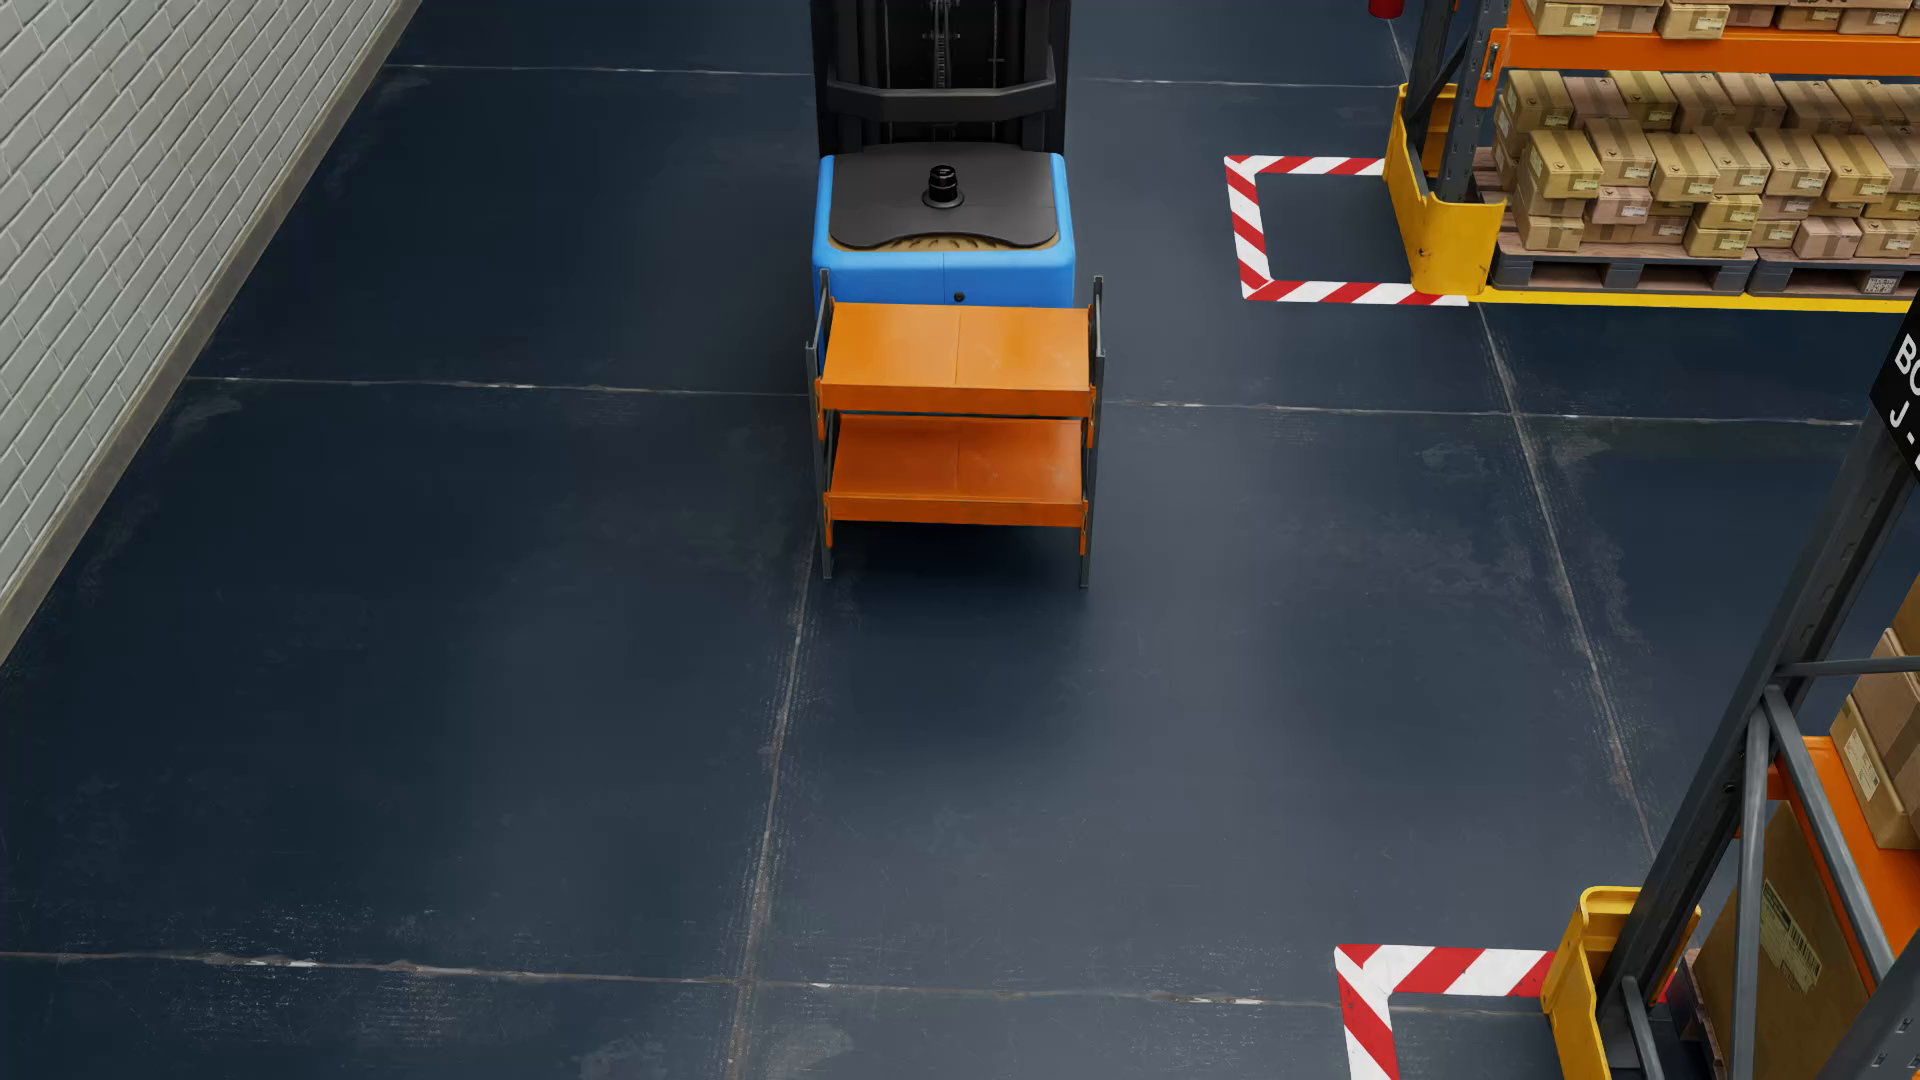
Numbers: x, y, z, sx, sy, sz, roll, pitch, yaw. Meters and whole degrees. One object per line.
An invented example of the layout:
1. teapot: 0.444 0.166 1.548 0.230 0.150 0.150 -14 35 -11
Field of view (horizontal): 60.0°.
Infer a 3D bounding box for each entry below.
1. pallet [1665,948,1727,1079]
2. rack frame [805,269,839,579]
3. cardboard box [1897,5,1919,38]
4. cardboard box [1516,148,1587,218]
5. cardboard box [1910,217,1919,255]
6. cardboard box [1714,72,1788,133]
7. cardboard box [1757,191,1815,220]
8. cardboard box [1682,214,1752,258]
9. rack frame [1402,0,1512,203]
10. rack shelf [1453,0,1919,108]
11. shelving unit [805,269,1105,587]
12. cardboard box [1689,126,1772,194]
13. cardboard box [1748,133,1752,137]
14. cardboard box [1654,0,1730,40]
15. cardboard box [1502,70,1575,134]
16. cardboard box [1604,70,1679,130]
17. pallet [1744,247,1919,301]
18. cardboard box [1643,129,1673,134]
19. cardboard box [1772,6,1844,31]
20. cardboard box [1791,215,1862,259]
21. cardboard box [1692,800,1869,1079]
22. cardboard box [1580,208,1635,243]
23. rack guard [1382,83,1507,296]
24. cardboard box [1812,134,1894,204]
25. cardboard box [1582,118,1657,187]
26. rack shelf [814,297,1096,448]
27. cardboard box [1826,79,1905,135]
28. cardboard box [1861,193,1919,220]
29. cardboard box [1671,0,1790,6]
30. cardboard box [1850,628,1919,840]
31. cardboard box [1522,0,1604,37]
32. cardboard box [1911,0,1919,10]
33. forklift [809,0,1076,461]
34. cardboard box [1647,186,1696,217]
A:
1. pallet: 2.793 1.687 4.785 1.213 0.211 1.003 2 43 2
2. rack frame: -0.515 -0.427 6.384 0.032 1.125 0.500 2 43 2
3. cardboard box: 4.185 -2.341 7.247 0.250 0.149 0.380 3 43 3
4. cardboard box: 2.827 -1.708 7.948 0.250 0.149 0.380 3 43 4
5. cardboard box: 4.613 -1.533 7.978 0.250 0.149 0.380 3 43 3
6. cardboard box: 3.895 -2.174 8.230 0.250 0.149 0.380 3 43 3
7. cardboard box: 3.867 -1.688 7.927 0.250 0.149 0.380 0 43 0
8. cardboard box: 3.588 -1.518 7.962 0.250 0.149 0.380 2 43 2
9. rack frame: 2.315 -2.679 7.426 0.127 3.000 1.000 2 43 2
10. rack shelf: 4.313 -2.355 7.605 4.000 0.370 1.077 2 43 2
11. shelving unit: -0.007 -0.412 6.367 1.048 1.125 0.538 2 43 2
12. cardboard box: 3.602 -1.787 7.815 0.250 0.149 0.380 0 43 0
13. cardboard box: 3.892 -2.055 8.321 0.250 0.149 0.380 2 43 3
14. cardboard box: 3.146 -2.330 7.235 0.250 0.149 0.380 1 43 1
15. cardboard box: 2.855 -2.164 8.219 0.250 0.149 0.380 2 43 2
16. cardboard box: 3.368 -2.196 8.253 0.250 0.149 0.380 1 43 1
17. pallet: 4.417 -1.568 8.279 1.213 0.211 1.003 2 43 2
18. cardboard box: 3.375 -2.062 8.328 0.250 0.149 0.380 0 43 0
19. cardboard box: 3.682 -2.390 7.300 0.250 0.149 0.380 1 43 1
20. cardboard box: 4.092 -1.508 7.952 0.250 0.149 0.380 0 43 0
21. cardboard box: 2.634 1.284 4.422 0.875 0.875 0.875 2 43 2
22. cardboard box: 3.089 -1.604 8.054 0.250 0.149 0.380 2 43 2
23. rack guard: 2.391 -1.762 8.275 0.348 0.500 1.175 2 43 2
24. cardboard box: 4.139 -1.733 7.757 0.250 0.149 0.380 2 43 3
25. cardboard box: 3.104 -1.834 7.865 0.250 0.149 0.380 2 43 3
26. rack shelf: -0.007 -0.626 6.167 1.000 0.278 0.538 2 43 2
27. cardboard box: 4.416 -2.102 8.153 0.250 0.149 0.380 2 43 2
28. cardboard box: 4.410 -1.693 7.932 0.250 0.149 0.380 4 43 4
29. cardboard box: 3.287 -2.624 7.074 0.500 0.500 0.500 2 43 2
30. cardboard box: 2.487 0.475 3.931 0.500 0.250 0.500 1 43 1
31. cardboard box: 2.624 -2.354 7.261 0.250 0.149 0.380 1 43 2
32. cardboard box: 4.285 -2.589 7.037 0.500 0.500 0.500 1 43 1
33. forklift: -0.086 -2.376 7.150 1.130 2.935 3.031 -1 43 -1
34. cardboard box: 3.347 -1.714 7.954 0.250 0.149 0.380 2 43 2
